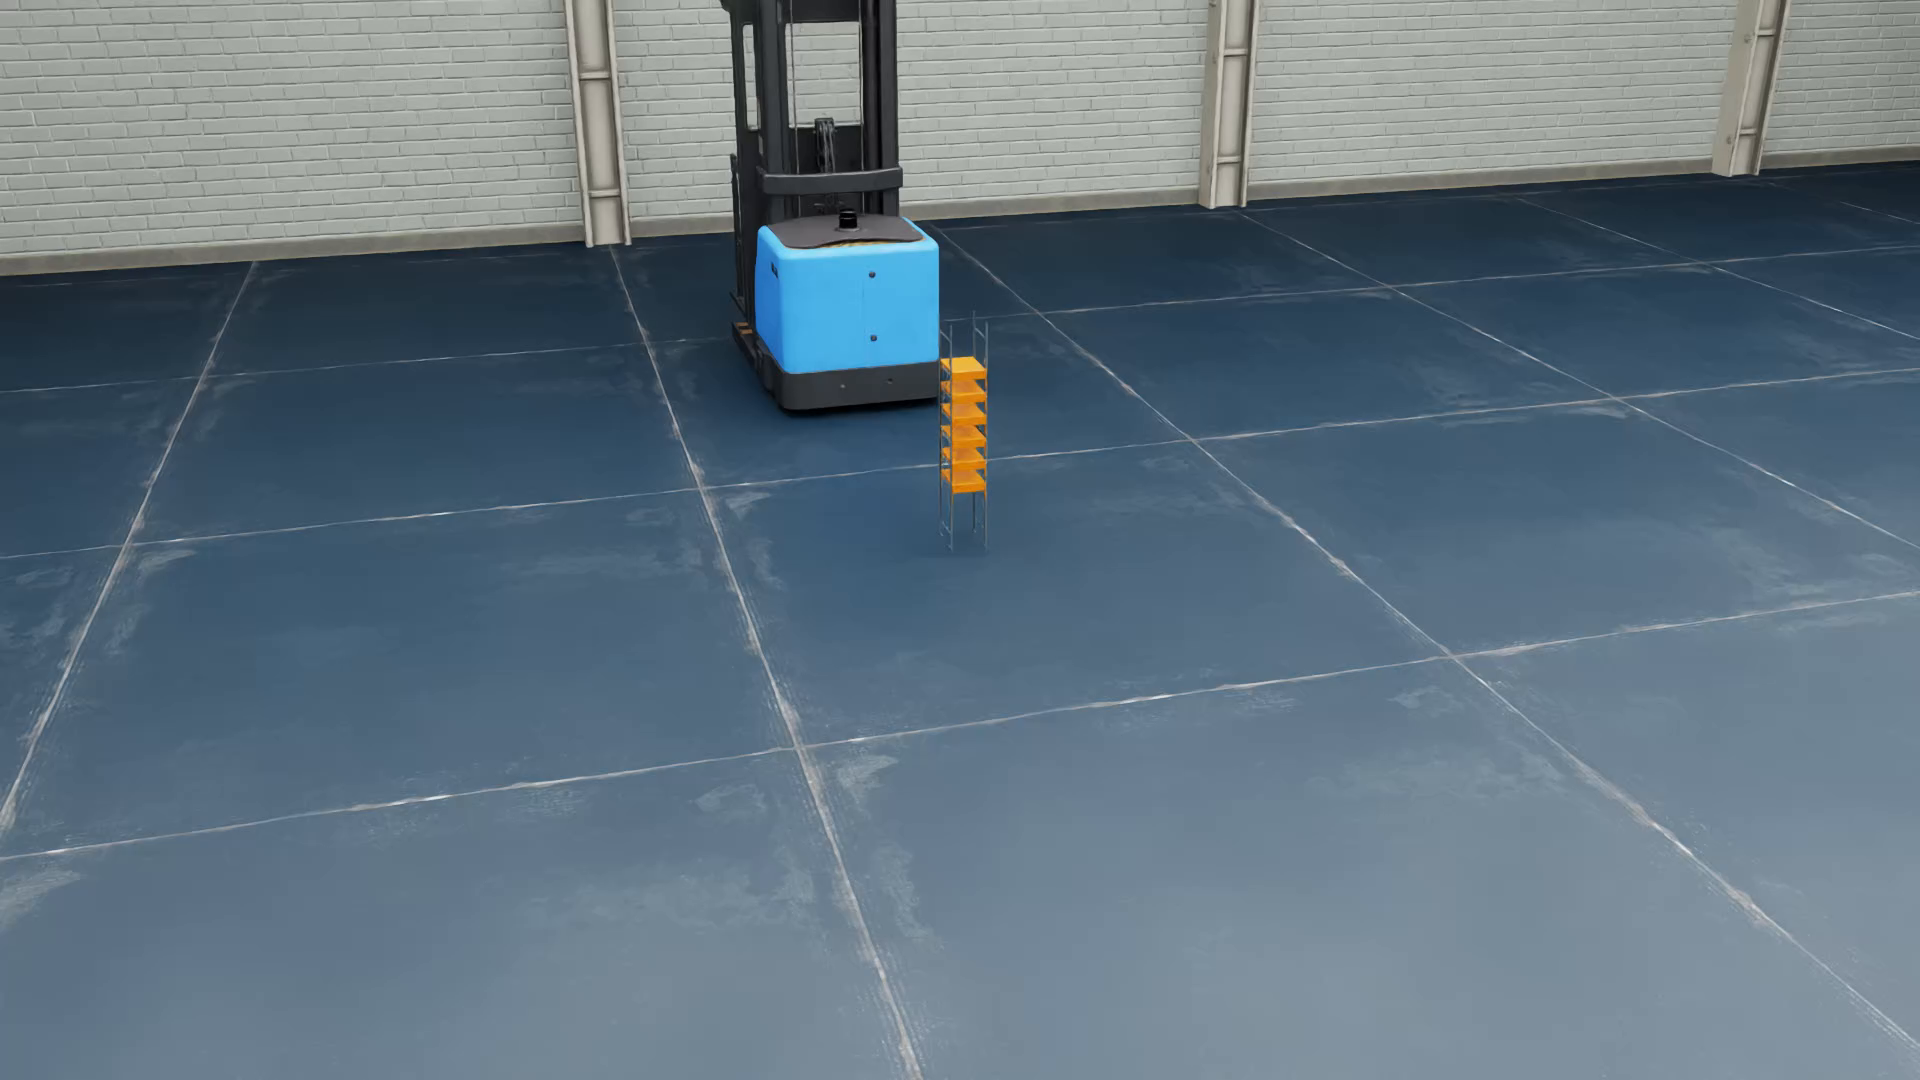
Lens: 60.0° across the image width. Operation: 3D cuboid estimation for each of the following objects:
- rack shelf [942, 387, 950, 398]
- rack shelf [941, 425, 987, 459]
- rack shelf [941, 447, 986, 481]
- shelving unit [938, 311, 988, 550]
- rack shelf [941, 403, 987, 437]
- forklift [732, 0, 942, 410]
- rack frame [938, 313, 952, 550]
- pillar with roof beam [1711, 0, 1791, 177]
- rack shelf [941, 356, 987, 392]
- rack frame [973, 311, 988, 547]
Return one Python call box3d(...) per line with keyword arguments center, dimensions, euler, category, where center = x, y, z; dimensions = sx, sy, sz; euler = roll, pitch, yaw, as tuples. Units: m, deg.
box3d(center=(0.014, -0.751, 8.432), dimensions=(0.166, 0.020, 0.199), euler=(-6, 24, -14), category="rack shelf")
box3d(center=(0.014, -0.512, 8.535), dimensions=(0.180, 0.103, 0.258), euler=(-6, 24, -14), category="rack shelf")
box3d(center=(0.014, -0.402, 8.582), dimensions=(0.180, 0.103, 0.258), euler=(-6, 24, -14), category="rack shelf")
box3d(center=(0.014, -0.553, 8.517), dimensions=(0.189, 1.200, 0.258), euler=(-6, 24, -14), category="shelving unit")
box3d(center=(0.014, -0.622, 8.487), dimensions=(0.180, 0.103, 0.258), euler=(-6, 24, -14), category="rack shelf")
box3d(center=(-1.021, -2.721, 11.374), dimensions=(1.130, 2.935, 3.031), euler=(-7, 24, -15), category="forklift")
box3d(center=(-0.074, -0.543, 8.494), dimensions=(0.006, 1.200, 0.240), euler=(-6, 24, -14), category="rack frame")
box3d(center=(9.537, -6.469, 12.413), dimensions=(0.400, 9.000, 9.100), euler=(-6, 24, -14), category="pillar with roof beam")
box3d(center=(0.014, -0.843, 8.393), dimensions=(0.180, 0.103, 0.258), euler=(-6, 24, -14), category="rack shelf")
box3d(center=(0.102, -0.563, 8.540), dimensions=(0.006, 1.200, 0.240), euler=(-6, 24, -14), category="rack frame")
